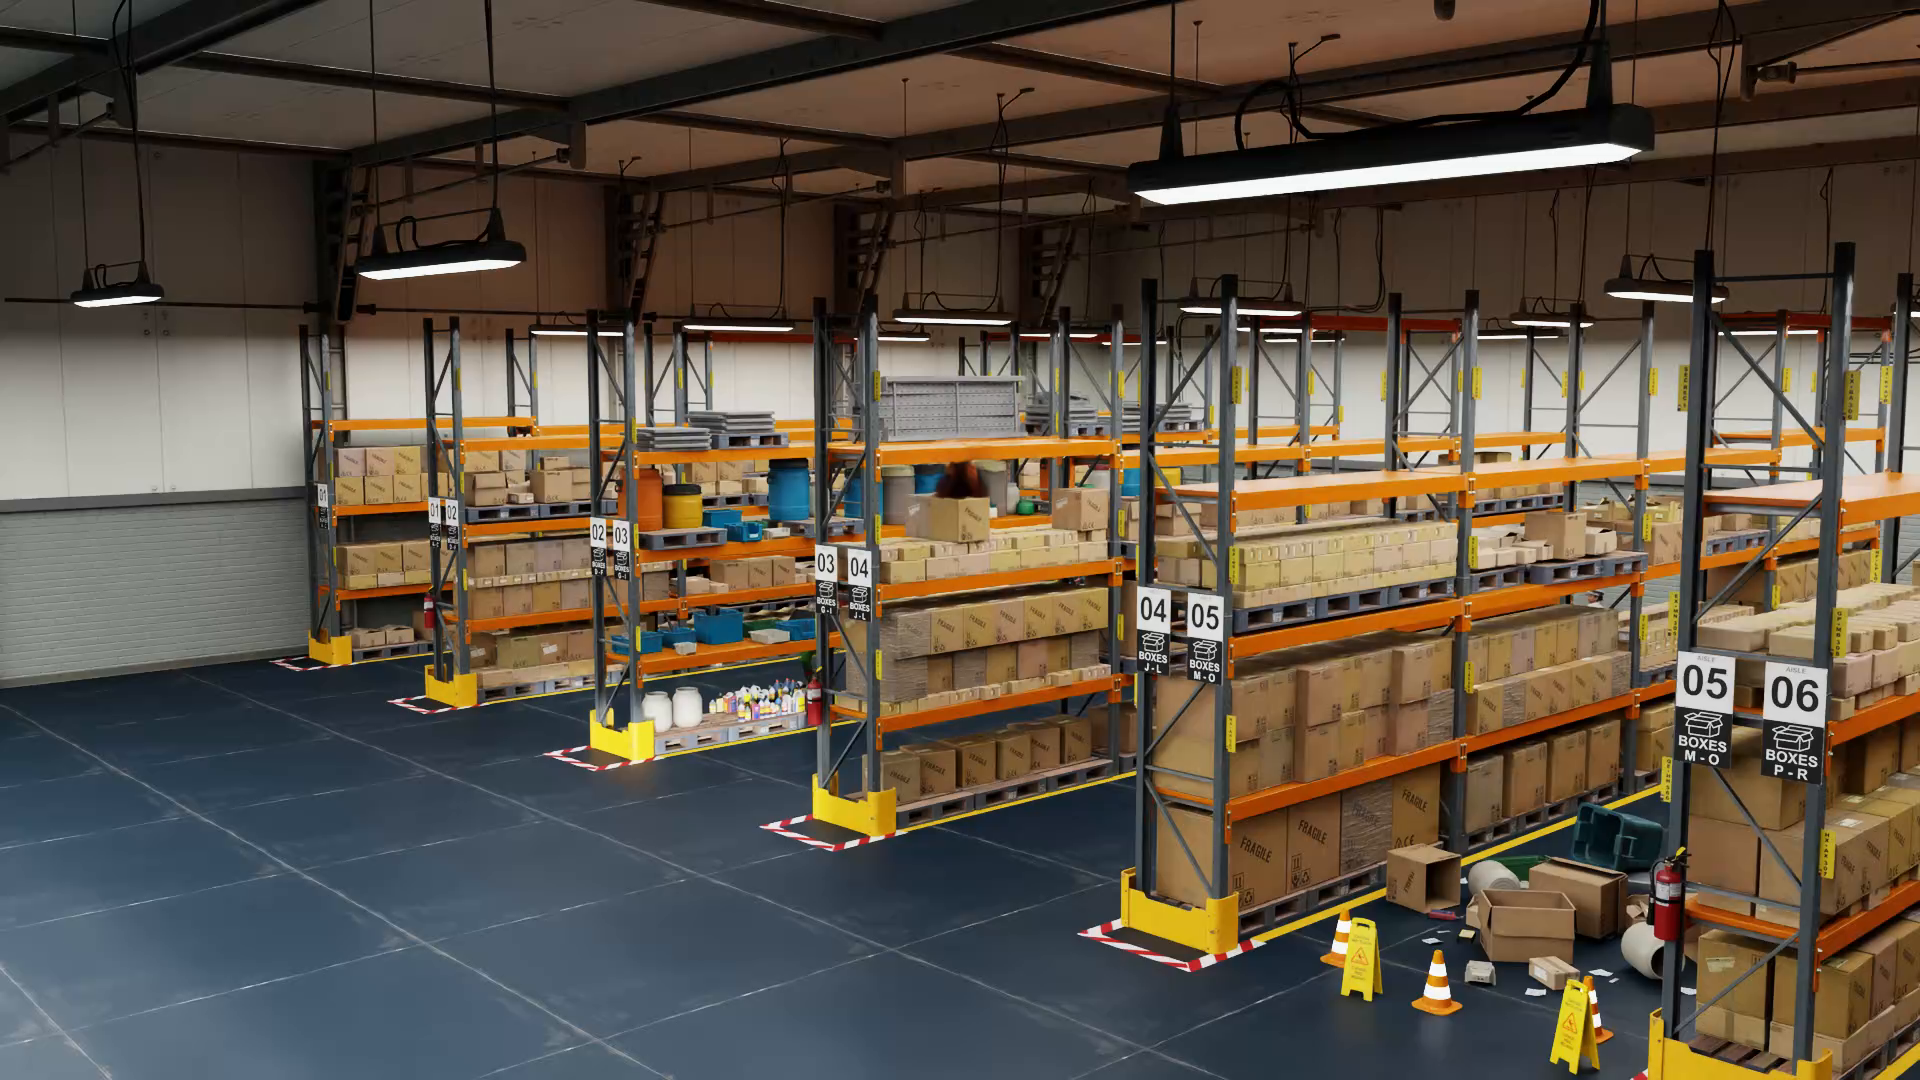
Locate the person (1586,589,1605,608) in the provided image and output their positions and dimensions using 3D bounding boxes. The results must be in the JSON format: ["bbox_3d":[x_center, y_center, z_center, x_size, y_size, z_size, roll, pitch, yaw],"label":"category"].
[{"bbox_3d":[10.271,1.600,26.977,0.379,1.685,0.521,3,7,27],"label":"person"}]

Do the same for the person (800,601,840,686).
[{"bbox_3d":[-2.238,1.611,26.521,0.691,1.796,0.489,2,6,16],"label":"person"}]
